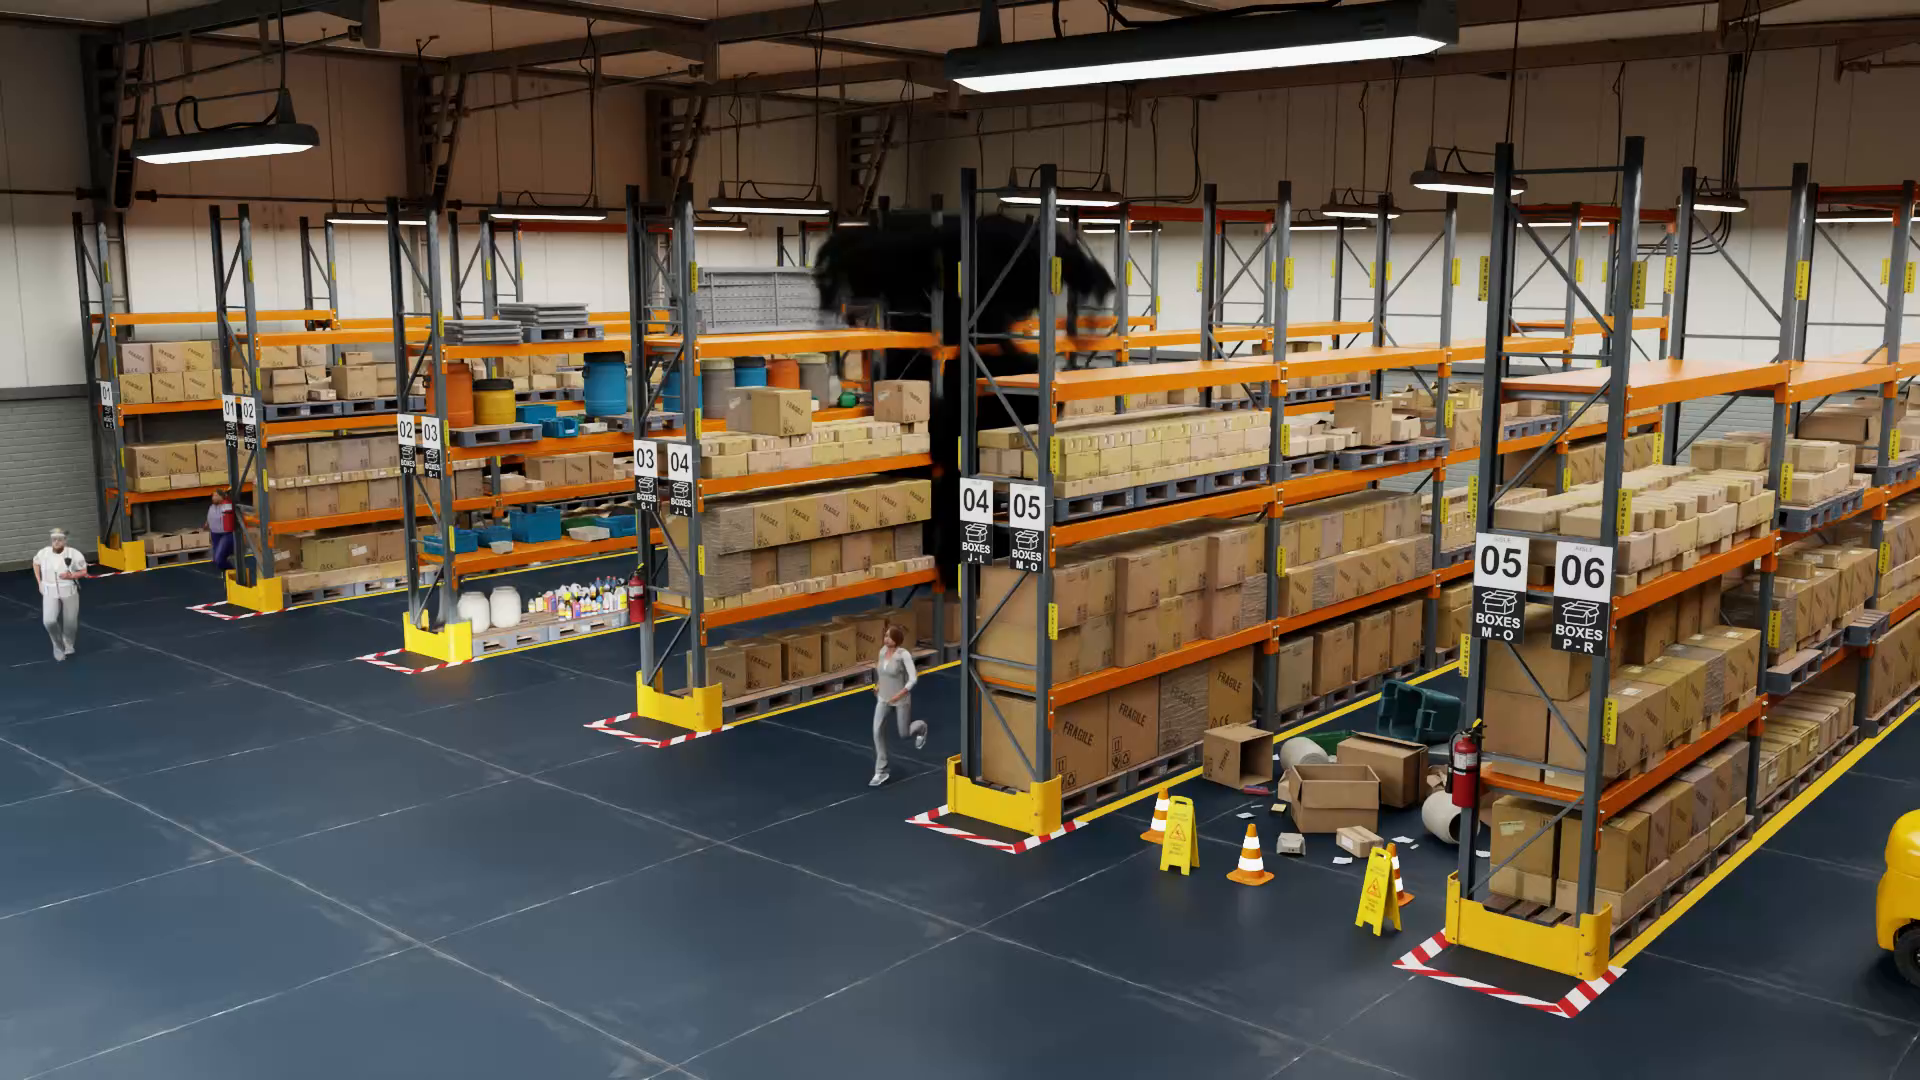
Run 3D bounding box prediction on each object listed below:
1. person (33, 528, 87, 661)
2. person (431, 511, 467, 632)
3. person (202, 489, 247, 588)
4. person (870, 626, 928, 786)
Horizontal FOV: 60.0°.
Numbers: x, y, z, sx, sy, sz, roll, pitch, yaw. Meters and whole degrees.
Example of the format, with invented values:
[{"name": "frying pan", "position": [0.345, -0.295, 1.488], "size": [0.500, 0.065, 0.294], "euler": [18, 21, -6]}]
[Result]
[{"name": "person", "position": [-11.754, 0.710, 21.755], "size": [0.645, 1.782, 0.762], "euler": [-4, 10, -21]}, {"name": "person", "position": [-7.236, 0.430, 23.783], "size": [0.583, 1.682, 0.877], "euler": [9, 13, 44]}, {"name": "person", "position": [-11.648, 0.036, 26.283], "size": [0.623, 1.653, 0.663], "euler": [4, 10, 24]}, {"name": "person", "position": [-0.640, 1.638, 16.866], "size": [0.520, 1.578, 0.917], "euler": [5, 11, 29]}]
